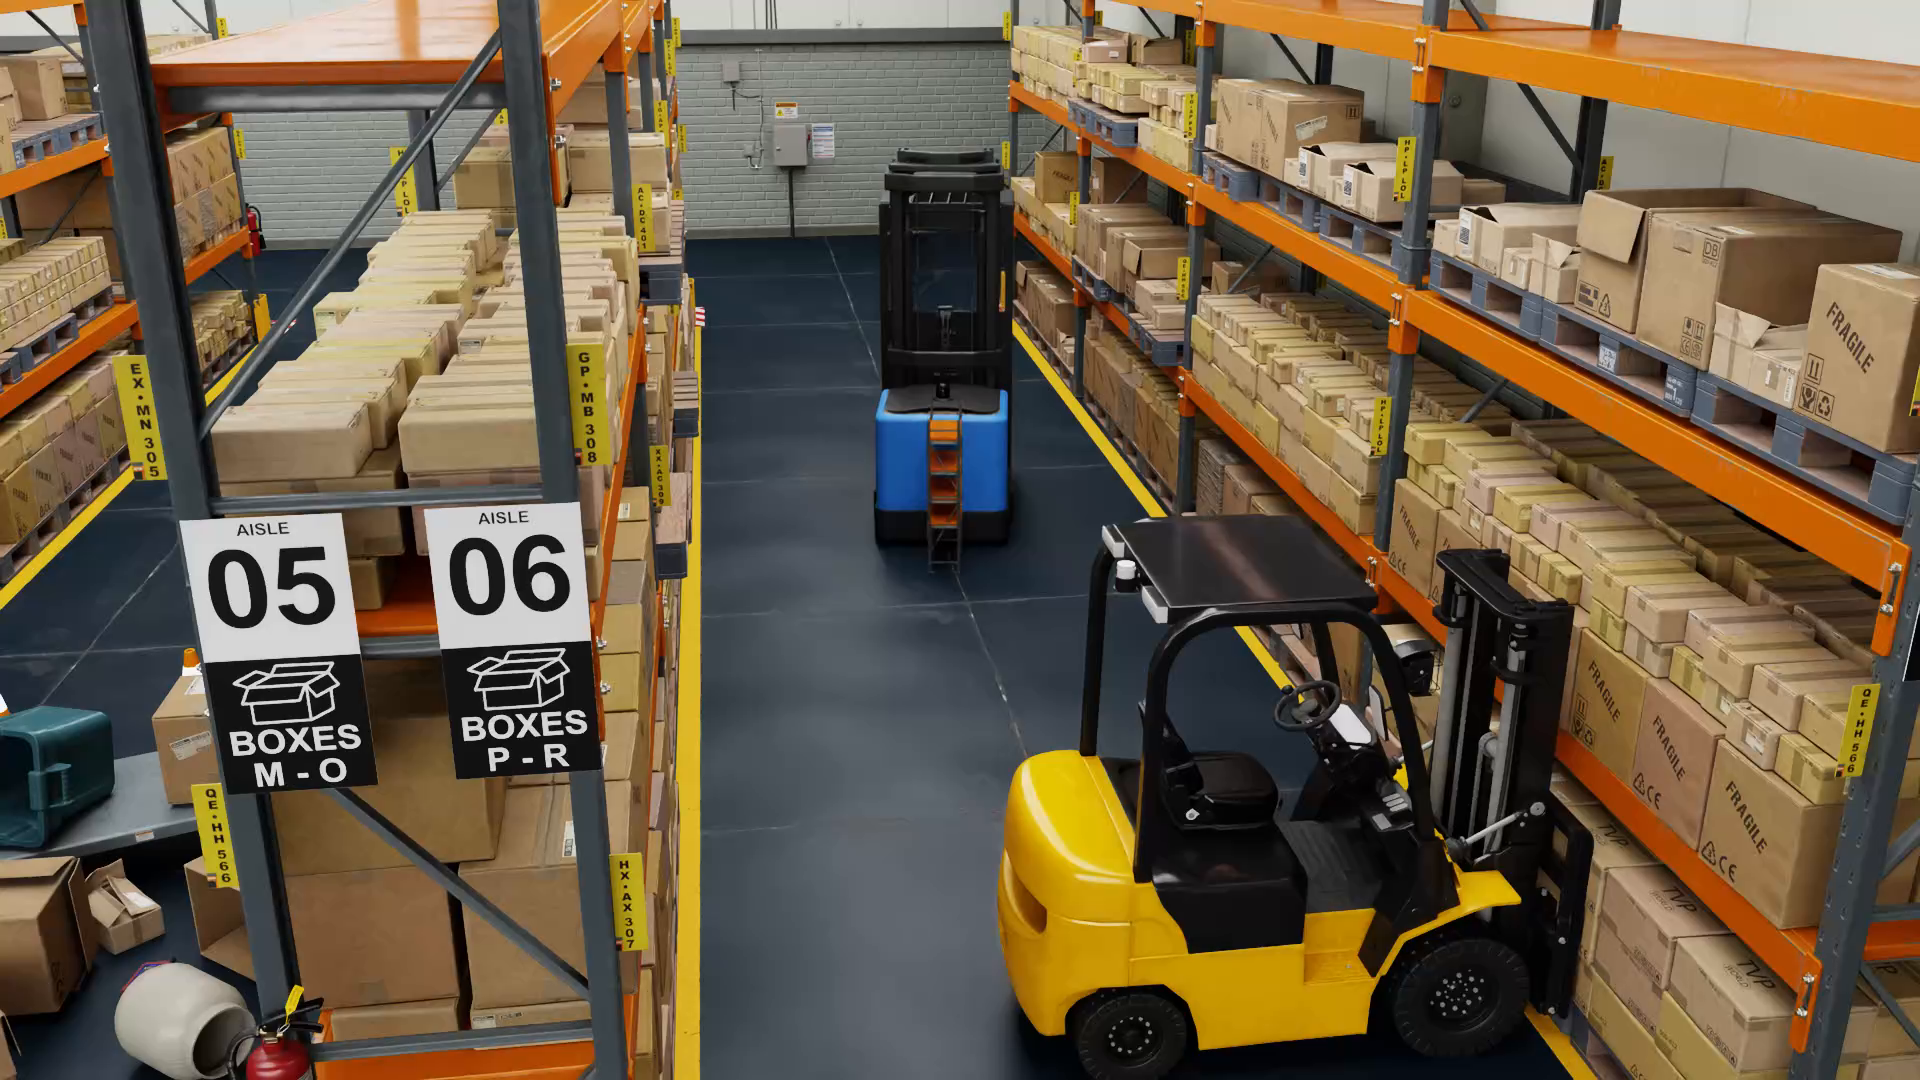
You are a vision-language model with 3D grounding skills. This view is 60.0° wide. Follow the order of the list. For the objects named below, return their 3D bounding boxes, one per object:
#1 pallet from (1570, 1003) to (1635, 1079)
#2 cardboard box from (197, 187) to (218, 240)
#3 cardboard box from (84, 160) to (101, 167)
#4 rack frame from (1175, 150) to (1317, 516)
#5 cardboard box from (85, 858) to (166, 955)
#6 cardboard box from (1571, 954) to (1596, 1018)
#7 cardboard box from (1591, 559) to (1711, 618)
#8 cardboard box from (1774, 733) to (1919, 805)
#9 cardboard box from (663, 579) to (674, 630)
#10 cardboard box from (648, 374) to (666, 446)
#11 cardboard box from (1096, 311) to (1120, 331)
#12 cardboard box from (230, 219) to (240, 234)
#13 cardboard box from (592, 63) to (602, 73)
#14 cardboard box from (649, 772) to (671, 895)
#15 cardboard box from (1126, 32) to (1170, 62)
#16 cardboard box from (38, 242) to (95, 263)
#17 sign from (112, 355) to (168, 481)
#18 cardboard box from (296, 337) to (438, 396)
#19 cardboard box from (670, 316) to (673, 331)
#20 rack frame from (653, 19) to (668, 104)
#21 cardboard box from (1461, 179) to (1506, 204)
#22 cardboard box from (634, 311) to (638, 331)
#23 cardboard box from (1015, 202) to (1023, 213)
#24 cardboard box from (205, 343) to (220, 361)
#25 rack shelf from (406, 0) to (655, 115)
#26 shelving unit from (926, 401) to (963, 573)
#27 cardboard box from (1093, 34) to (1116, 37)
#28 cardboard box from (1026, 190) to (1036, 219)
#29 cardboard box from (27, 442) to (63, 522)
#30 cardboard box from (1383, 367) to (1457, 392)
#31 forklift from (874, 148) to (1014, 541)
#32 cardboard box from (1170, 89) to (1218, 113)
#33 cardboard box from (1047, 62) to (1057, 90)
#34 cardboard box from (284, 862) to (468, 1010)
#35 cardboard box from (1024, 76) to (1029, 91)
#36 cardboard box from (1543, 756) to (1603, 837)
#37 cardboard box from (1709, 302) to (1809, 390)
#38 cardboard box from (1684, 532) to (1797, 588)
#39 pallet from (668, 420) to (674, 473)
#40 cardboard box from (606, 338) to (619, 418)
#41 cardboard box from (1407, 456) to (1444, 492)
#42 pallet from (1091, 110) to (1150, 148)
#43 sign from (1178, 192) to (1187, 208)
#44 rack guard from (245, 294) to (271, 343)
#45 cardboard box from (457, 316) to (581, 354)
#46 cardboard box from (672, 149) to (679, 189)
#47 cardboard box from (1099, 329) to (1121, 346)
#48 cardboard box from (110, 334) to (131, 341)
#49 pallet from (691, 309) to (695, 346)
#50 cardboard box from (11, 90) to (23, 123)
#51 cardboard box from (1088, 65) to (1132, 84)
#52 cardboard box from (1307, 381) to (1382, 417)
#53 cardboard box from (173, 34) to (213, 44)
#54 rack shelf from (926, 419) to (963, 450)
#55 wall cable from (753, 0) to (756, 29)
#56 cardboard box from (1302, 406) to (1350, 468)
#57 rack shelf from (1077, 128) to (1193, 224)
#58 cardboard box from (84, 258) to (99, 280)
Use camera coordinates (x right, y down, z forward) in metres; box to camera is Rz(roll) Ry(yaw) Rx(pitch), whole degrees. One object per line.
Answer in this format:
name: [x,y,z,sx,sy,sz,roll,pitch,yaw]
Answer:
pallet: [3.253,2.284,6.799,1.003,0.211,1.213,-3,21,-8]
cardboard box: [-8.226,-3.453,17.606,0.500,0.500,0.500,-3,21,-8]
cardboard box: [-8.034,-3.380,15.981,0.500,0.500,0.500,-4,21,-9]
rack frame: [2.251,-1.529,13.024,1.000,3.000,0.127,-3,21,-8]
cardboard box: [-4.090,1.778,8.076,0.396,0.266,0.258,17,27,39]
cardboard box: [2.899,1.839,7.336,0.500,0.250,0.500,-3,21,-7]
cardboard box: [2.861,0.200,6.898,0.380,0.149,0.250,-3,21,-7]
cardboard box: [3.077,0.784,5.761,0.380,0.149,0.250,-3,21,-7]
cardboard box: [-2.370,0.471,10.825,0.950,0.372,0.625,-2,21,-6]
cardboard box: [-1.940,-0.626,9.437,0.500,0.500,0.500,-3,21,-8]
cardboard box: [1.548,-2.158,16.328,0.380,0.149,0.250,-4,21,-10]
cardboard box: [-8.370,-3.547,18.784,0.380,0.149,0.250,-3,21,-8]
cardboard box: [-3.396,-3.992,14.586,0.500,0.500,0.500,-3,21,-9]
cardboard box: [-1.583,1.391,7.462,0.500,0.500,0.500,-2,21,-5]
cardboard box: [1.787,-4.676,15.761,0.396,0.266,0.258,-3,21,-9]
cardboard box: [-7.830,-2.514,14.568,0.380,0.149,0.250,-4,21,-9]
sign: [-2.059,-0.307,4.198,0.100,0.325,0.005,-3,21,-8]
cardboard box: [-1.887,-0.540,5.308,0.380,0.149,0.250,-3,21,-7]
cardboard box: [-2.562,-1.809,13.271,0.500,0.250,0.500,-2,21,-6]
rack frame: [-3.236,-5.473,15.009,1.000,3.000,0.127,-3,21,-8]
cardboard box: [2.900,-1.979,9.557,0.380,0.149,0.250,-3,21,-8]
cardboard box: [-1.735,-1.086,7.910,0.380,0.149,0.250,-3,21,-7]
cardboard box: [0.874,-4.054,20.142,0.380,0.149,0.250,-3,21,-8]
cardboard box: [-8.158,-2.007,17.777,0.380,0.149,0.250,-3,21,-7]
rack shelf: [-2.372,-2.871,9.642,1.077,0.370,4.000,-3,21,-8]
shelving unit: [-0.113,-0.399,12.571,0.258,1.200,0.503,1,20,2]
cardboard box: [1.643,-5.335,18.002,0.500,0.250,0.500,-3,21,-8]
cardboard box: [1.046,-3.848,19.021,0.500,0.250,0.500,-3,21,-9]
cardboard box: [-7.469,-0.451,13.108,0.500,0.500,0.500,-3,21,-7]
cardboard box: [2.900,-0.985,10.495,0.380,0.149,0.250,-3,21,-8]
forklift: [-0.101,-1.833,13.936,1.130,2.935,3.031,1,20,2]
cardboard box: [1.887,-3.480,13.180,0.380,0.149,0.250,-4,21,-10]
cardboard box: [1.210,-4.900,17.552,0.500,0.250,0.500,-2,21,-7]
cardboard box: [-1.857,1.132,5.331,0.500,0.500,0.500,-3,21,-9]
cardboard box: [0.932,-5.194,18.908,0.380,0.149,0.250,-2,21,-7]
cardboard box: [2.802,1.193,7.635,0.500,0.250,0.500,-3,21,-9]
cardboard box: [2.948,-0.705,5.978,0.396,0.266,0.258,-3,21,-8]
cardboard box: [3.373,0.086,7.203,0.380,0.149,0.250,-3,21,-7]
pallet: [-2.334,-0.505,10.554,1.003,0.211,1.213,-3,21,-8]
cardboard box: [-1.477,-0.522,5.830,0.500,0.250,0.500,-2,21,-6]
cardboard box: [2.614,-0.372,8.854,0.380,0.149,0.250,-3,21,-9]
pallet: [1.852,-3.643,14.665,1.213,0.211,1.003,-3,21,-8]
sign: [2.224,-3.486,16.608,0.100,0.325,0.005,-3,21,-8]
rack guard: [-8.686,-2.566,19.371,1.175,0.500,0.348,-3,21,-8]
cardboard box: [-1.476,-0.650,5.602,0.380,0.149,0.250,-3,21,-8]
cardboard box: [-3.265,-3.883,17.753,0.500,0.500,0.500,-3,21,-8]
cardboard box: [1.580,-2.014,16.368,0.380,0.149,0.250,-3,21,-9]
cardboard box: [-8.639,-1.983,16.863,0.380,0.149,0.250,-4,21,-10]
pallet: [-3.620,-2.468,19.524,1.003,0.211,1.213,-3,21,-8]
cardboard box: [-8.201,-3.623,13.869,0.500,0.311,0.500,-3,21,-9]
cardboard box: [1.387,-4.281,15.294,0.380,0.149,0.250,-3,21,-9]
cardboard box: [2.352,-0.863,10.168,0.380,0.149,0.250,-4,21,-9]
cardboard box: [-8.358,-5.419,18.080,0.380,0.149,0.250,-3,21,-8]
rack shelf: [-0.113,-0.767,12.433,0.258,0.148,0.480,1,20,2]
wall cable: [-4.167,-8.850,24.051,2.355,3.000,0.029,-3,21,-8]
cardboard box: [2.423,-0.643,10.151,0.500,0.250,0.500,-3,21,-9]
rack shelf: [1.963,-3.290,14.479,1.077,0.370,4.000,-3,21,-8]
cardboard box: [-7.828,-2.378,14.628,0.380,0.149,0.250,-3,21,-7]
